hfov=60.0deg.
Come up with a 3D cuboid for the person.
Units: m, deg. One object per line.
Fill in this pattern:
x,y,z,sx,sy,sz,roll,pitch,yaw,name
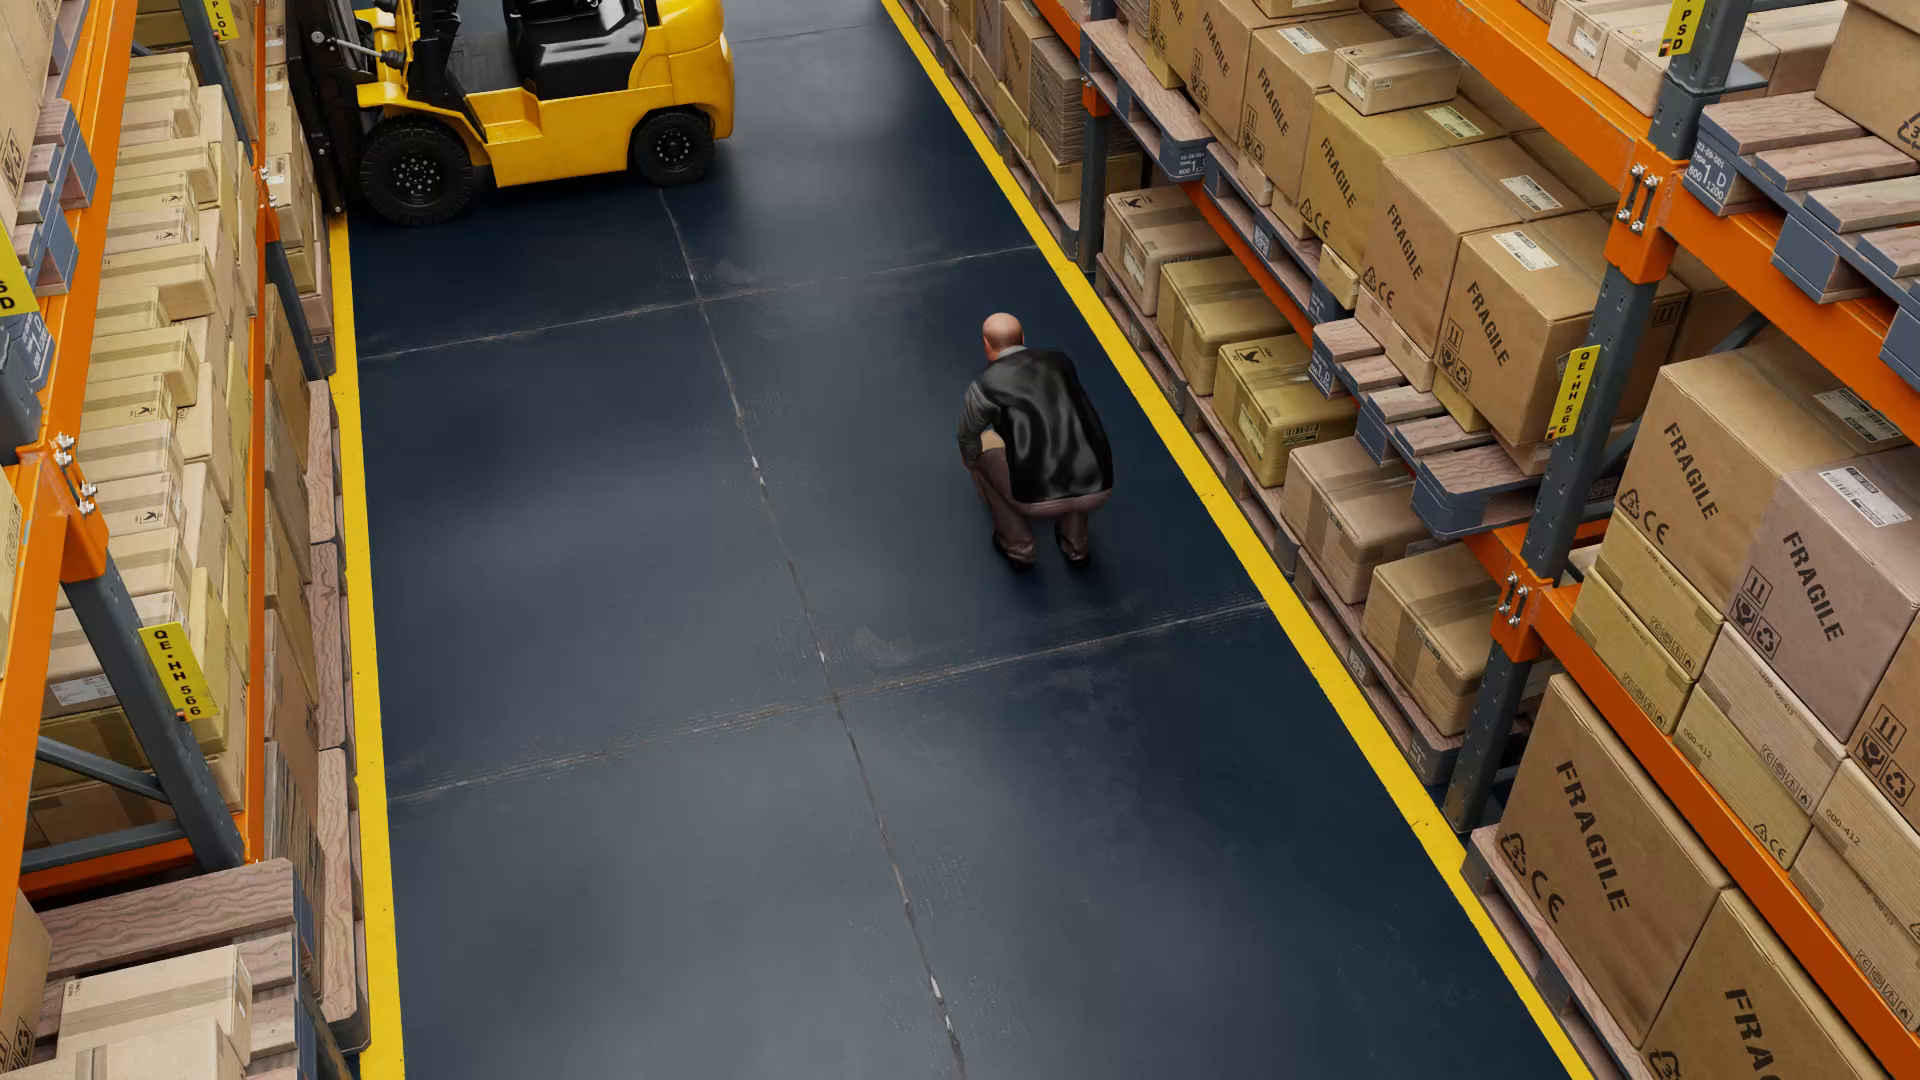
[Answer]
0.304,-0.369,7.126,0.552,1.008,0.856,-12,43,-13,person
